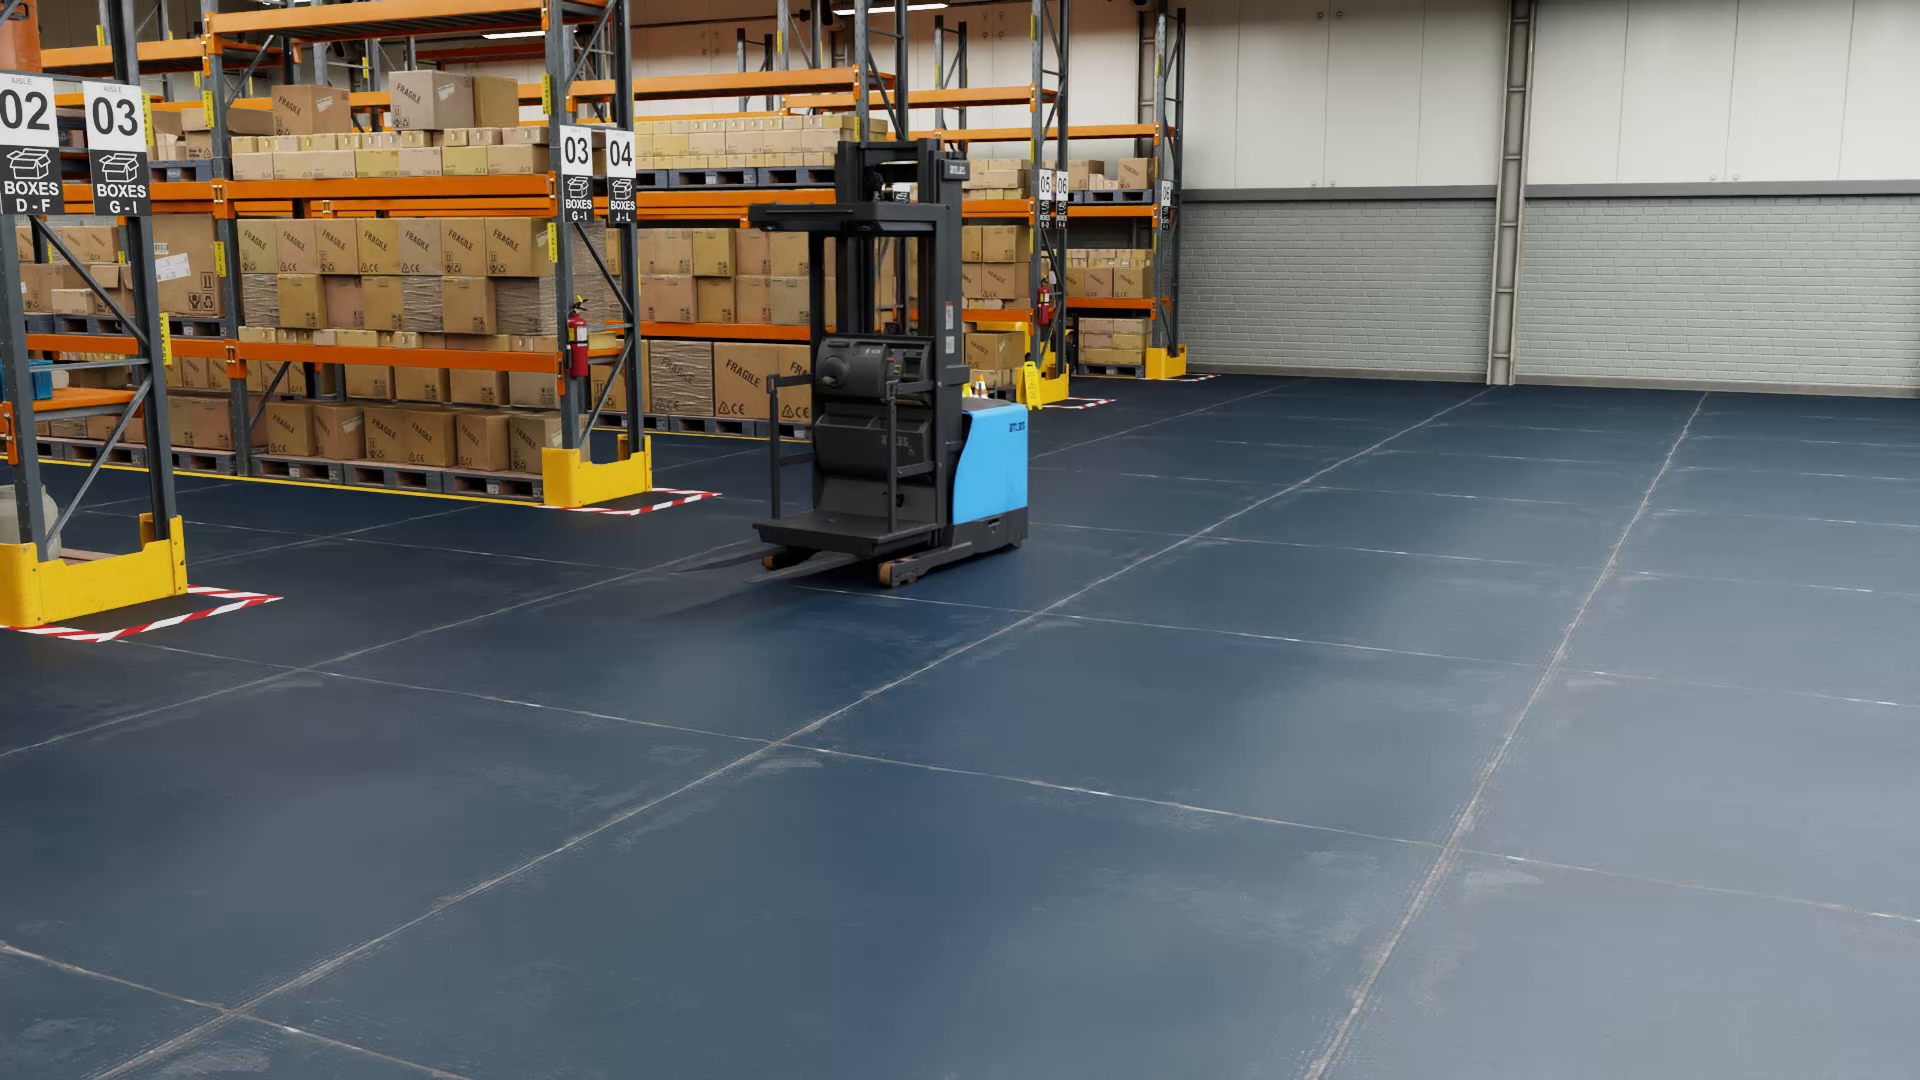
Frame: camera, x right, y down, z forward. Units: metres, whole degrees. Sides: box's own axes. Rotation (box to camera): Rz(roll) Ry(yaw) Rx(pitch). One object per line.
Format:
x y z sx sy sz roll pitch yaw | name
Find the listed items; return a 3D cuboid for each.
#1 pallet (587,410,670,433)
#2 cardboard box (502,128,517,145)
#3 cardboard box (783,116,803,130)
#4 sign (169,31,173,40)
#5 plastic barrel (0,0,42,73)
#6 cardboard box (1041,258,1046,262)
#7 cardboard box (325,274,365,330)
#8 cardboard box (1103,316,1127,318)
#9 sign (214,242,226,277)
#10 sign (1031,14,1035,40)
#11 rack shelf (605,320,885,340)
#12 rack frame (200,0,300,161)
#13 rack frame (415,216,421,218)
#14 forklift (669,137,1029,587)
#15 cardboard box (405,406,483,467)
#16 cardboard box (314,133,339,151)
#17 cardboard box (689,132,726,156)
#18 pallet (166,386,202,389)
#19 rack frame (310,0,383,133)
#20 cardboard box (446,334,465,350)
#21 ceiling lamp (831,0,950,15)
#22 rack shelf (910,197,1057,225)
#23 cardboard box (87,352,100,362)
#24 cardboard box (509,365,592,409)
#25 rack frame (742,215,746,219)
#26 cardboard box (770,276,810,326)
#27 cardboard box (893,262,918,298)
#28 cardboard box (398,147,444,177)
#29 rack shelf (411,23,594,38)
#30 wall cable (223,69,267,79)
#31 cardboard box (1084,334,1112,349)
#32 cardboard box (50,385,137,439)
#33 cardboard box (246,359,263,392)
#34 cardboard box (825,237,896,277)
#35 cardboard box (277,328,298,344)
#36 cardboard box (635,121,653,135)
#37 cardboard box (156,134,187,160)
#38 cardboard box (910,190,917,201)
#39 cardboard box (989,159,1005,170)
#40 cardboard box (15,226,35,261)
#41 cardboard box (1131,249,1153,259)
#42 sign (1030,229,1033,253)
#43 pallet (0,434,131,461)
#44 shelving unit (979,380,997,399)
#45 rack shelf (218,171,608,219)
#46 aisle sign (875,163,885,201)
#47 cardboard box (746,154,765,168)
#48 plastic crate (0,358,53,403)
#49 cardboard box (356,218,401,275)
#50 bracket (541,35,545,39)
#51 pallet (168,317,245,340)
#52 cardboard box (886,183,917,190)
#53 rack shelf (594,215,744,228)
-3.800 -1.505 20.455 1.213 0.211 1.003 5 11 26 | pallet
-3.715 -3.460 14.305 0.250 0.149 0.380 5 11 24 | cardboard box
-1.766 -4.648 18.572 0.250 0.149 0.380 5 12 27 | cardboard box
-11.382 -7.159 23.950 0.005 0.325 0.100 5 11 26 | sign
-5.829 -2.971 9.918 0.708 0.830 0.600 5 11 26 | plastic barrel
1.392 -4.718 28.272 0.250 0.149 0.380 5 11 25 | cardboard box
-5.431 -2.248 15.610 0.500 0.500 0.875 5 11 26 | cardboard box
2.635 -3.679 28.368 0.500 0.250 0.500 5 11 26 | cardboard box
-6.975 -2.646 15.679 0.005 0.325 0.100 5 11 26 | sign
0.975 -6.836 22.165 0.005 0.325 0.100 5 11 26 | sign
-2.654 -2.438 19.800 4.000 0.370 1.077 5 11 26 | rack shelf
-6.733 -5.118 15.739 0.127 3.000 1.000 5 11 26 | rack frame
-9.522 -4.379 28.502 0.127 3.000 1.000 5 11 26 | rack frame
-0.716 -1.225 11.268 1.130 2.935 3.031 7 12 33 | forklift
-4.803 -0.973 15.523 0.500 0.500 0.500 6 12 31 | cardboard box
-5.636 -3.607 15.117 0.250 0.149 0.380 5 11 25 | cardboard box
-2.773 -4.552 19.163 0.500 0.250 0.500 5 11 26 | cardboard box
-10.923 -2.147 24.000 1.213 0.211 1.003 5 11 26 | pallet
-8.035 -6.217 21.814 0.127 3.000 1.000 5 11 26 | rack frame
-4.387 -1.796 14.937 0.250 0.149 0.380 5 11 26 | cardboard box
-1.004 -10.004 26.347 2.000 3.185 0.800 5 11 26 | ceiling lamp
-0.555 -4.713 23.945 4.000 0.370 1.077 5 11 26 | rack shelf
-12.529 -2.696 24.357 0.250 0.149 0.380 5 11 25 | cardboard box
-5.044 -2.084 20.960 0.750 0.750 1.050 5 11 26 | cardboard box
-3.742 -4.857 31.142 0.127 3.000 1.000 5 11 26 | rack frame
-1.716 -2.770 19.193 0.550 0.550 0.875 5 11 26 | cardboard box
-0.710 -3.751 23.915 0.500 0.500 0.500 5 11 26 | cardboard box
-4.596 -3.331 14.709 0.500 0.250 0.500 5 12 27 | cardboard box
-7.729 -8.455 26.865 4.000 0.370 1.077 5 11 26 | rack shelf
-15.412 -11.825 37.183 0.133 3.039 2.988 5 11 26 | wall cable
2.412 -3.356 27.986 0.500 0.250 0.500 5 11 25 | cardboard box
-9.207 -1.376 17.694 0.500 0.500 0.700 4 11 21 | cardboard box
-9.686 -2.332 23.034 0.500 0.500 0.500 4 11 23 | cardboard box
-1.176 -3.275 18.951 0.550 0.550 0.875 5 11 26 | cardboard box
-6.218 -1.940 15.732 0.250 0.149 0.380 5 11 26 | cardboard box
-3.588 -4.808 19.455 0.250 0.149 0.380 5 11 25 | cardboard box
-7.620 -3.840 16.302 0.258 0.266 0.396 5 12 28 | cardboard box
-0.602 -4.883 23.570 0.250 0.149 0.380 5 11 25 | cardboard box
0.591 -5.184 22.994 0.250 0.149 0.380 5 12 27 | cardboard box
-13.554 -4.382 24.598 0.500 0.500 0.500 5 11 24 | cardboard box
3.017 -4.736 27.536 0.250 0.149 0.380 5 11 26 | cardboard box
0.975 -4.071 22.665 0.005 0.325 0.100 5 11 26 | sign
-9.620 -1.047 17.922 1.213 0.211 1.003 5 11 26 | pallet
0.006 -0.642 12.909 0.503 1.200 0.258 7 12 32 | shelving unit
-4.939 -3.130 15.200 4.000 0.370 1.077 5 11 26 | rack shelf
-0.930 -3.860 18.338 0.004 0.787 0.394 5 11 26 | aisle sign
-2.222 -4.295 18.863 0.250 0.149 0.380 5 11 25 | cardboard box
-5.919 -0.978 10.128 0.616 0.251 0.499 5 11 26 | plastic crate
-5.091 -2.661 15.087 0.500 0.500 0.500 5 11 26 | cardboard box
-8.084 -10.070 32.995 0.430 0.232 0.235 5 11 26 | bracket
-7.354 -2.155 16.752 1.213 0.211 1.003 5 11 26 | pallet
-0.711 -5.098 23.641 0.500 0.250 0.500 5 11 26 | cardboard box
-5.536 -6.136 31.810 4.000 0.370 1.077 5 11 26 | rack shelf
